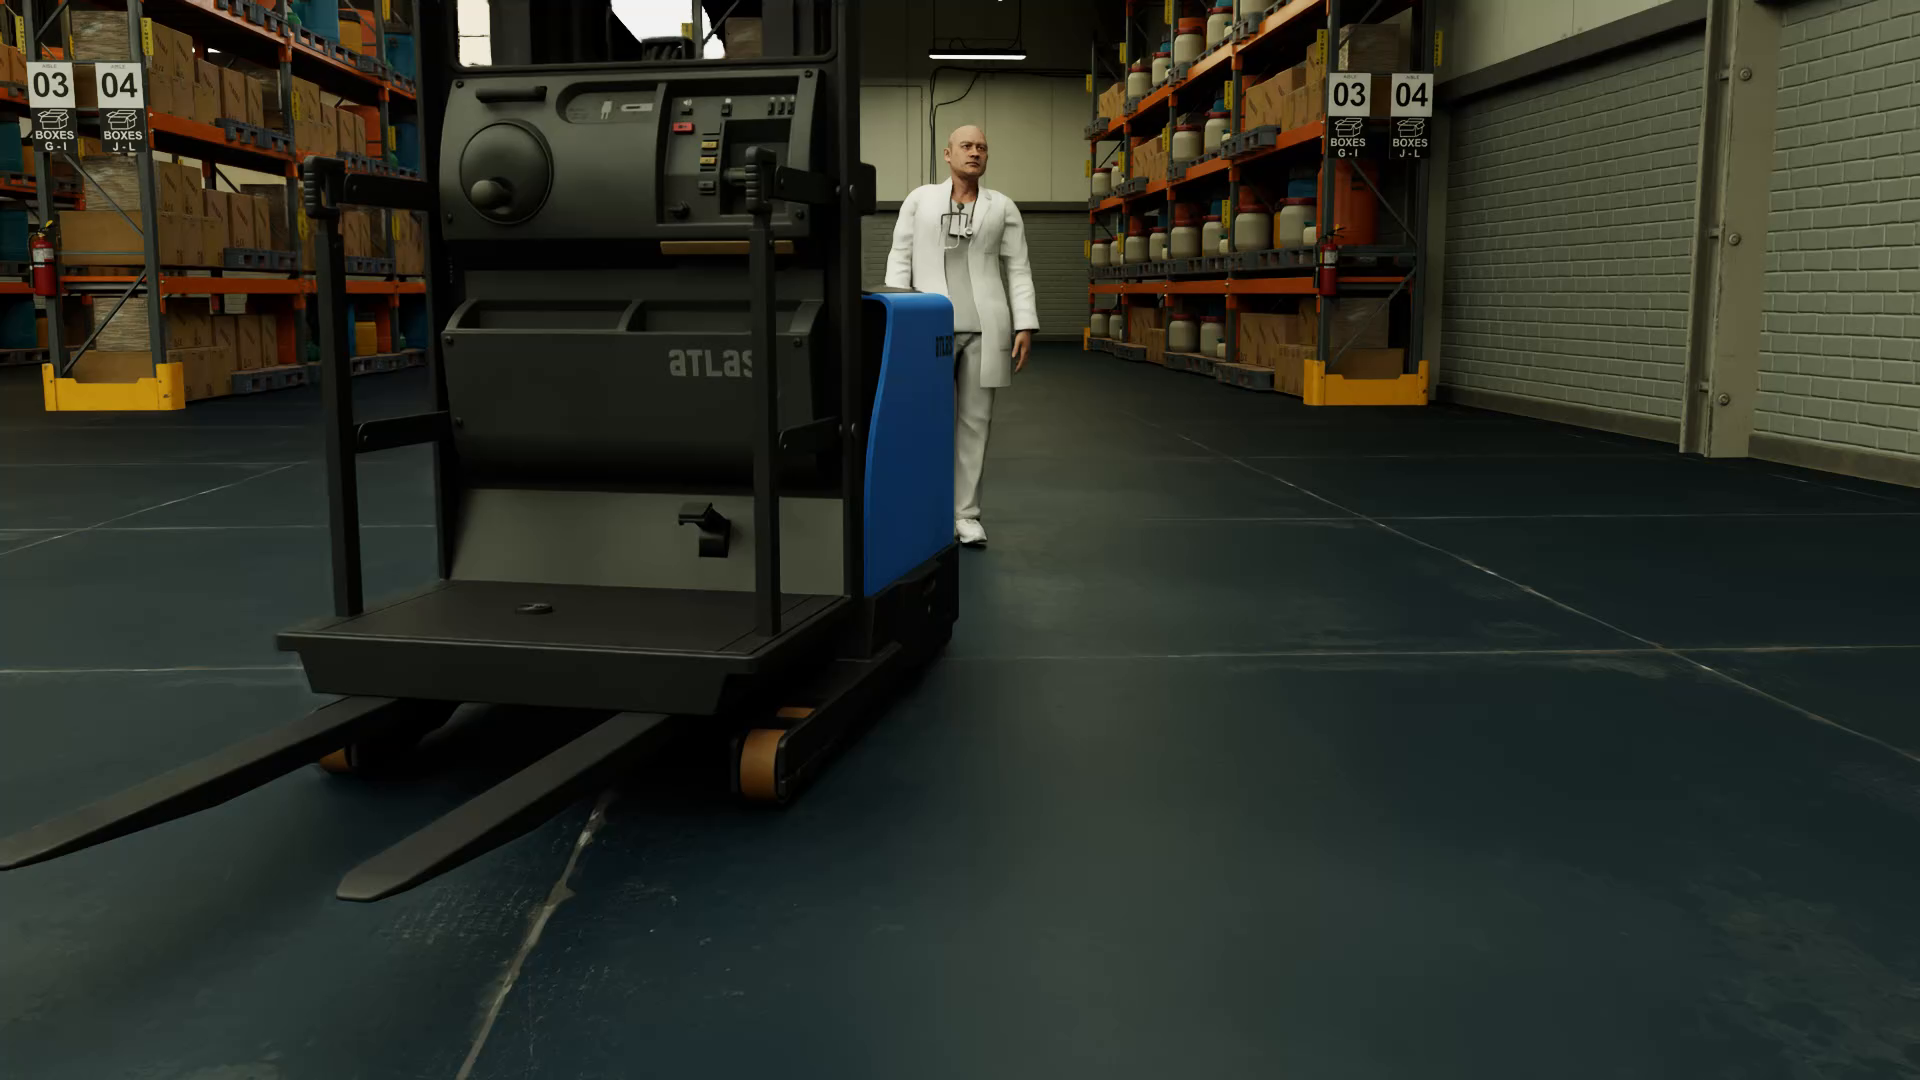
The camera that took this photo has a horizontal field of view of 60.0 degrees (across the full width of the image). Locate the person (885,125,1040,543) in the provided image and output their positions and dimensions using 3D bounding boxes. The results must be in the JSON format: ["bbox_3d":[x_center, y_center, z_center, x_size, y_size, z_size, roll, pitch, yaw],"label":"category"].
[{"bbox_3d":[0.001,-0.873,7.089,0.696,1.775,0.581,-1,8,-4],"label":"person"}]

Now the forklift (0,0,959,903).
[{"bbox_3d":[-0.829,-0.948,3.711,1.130,2.935,3.031,2,9,13],"label":"forklift"}]
